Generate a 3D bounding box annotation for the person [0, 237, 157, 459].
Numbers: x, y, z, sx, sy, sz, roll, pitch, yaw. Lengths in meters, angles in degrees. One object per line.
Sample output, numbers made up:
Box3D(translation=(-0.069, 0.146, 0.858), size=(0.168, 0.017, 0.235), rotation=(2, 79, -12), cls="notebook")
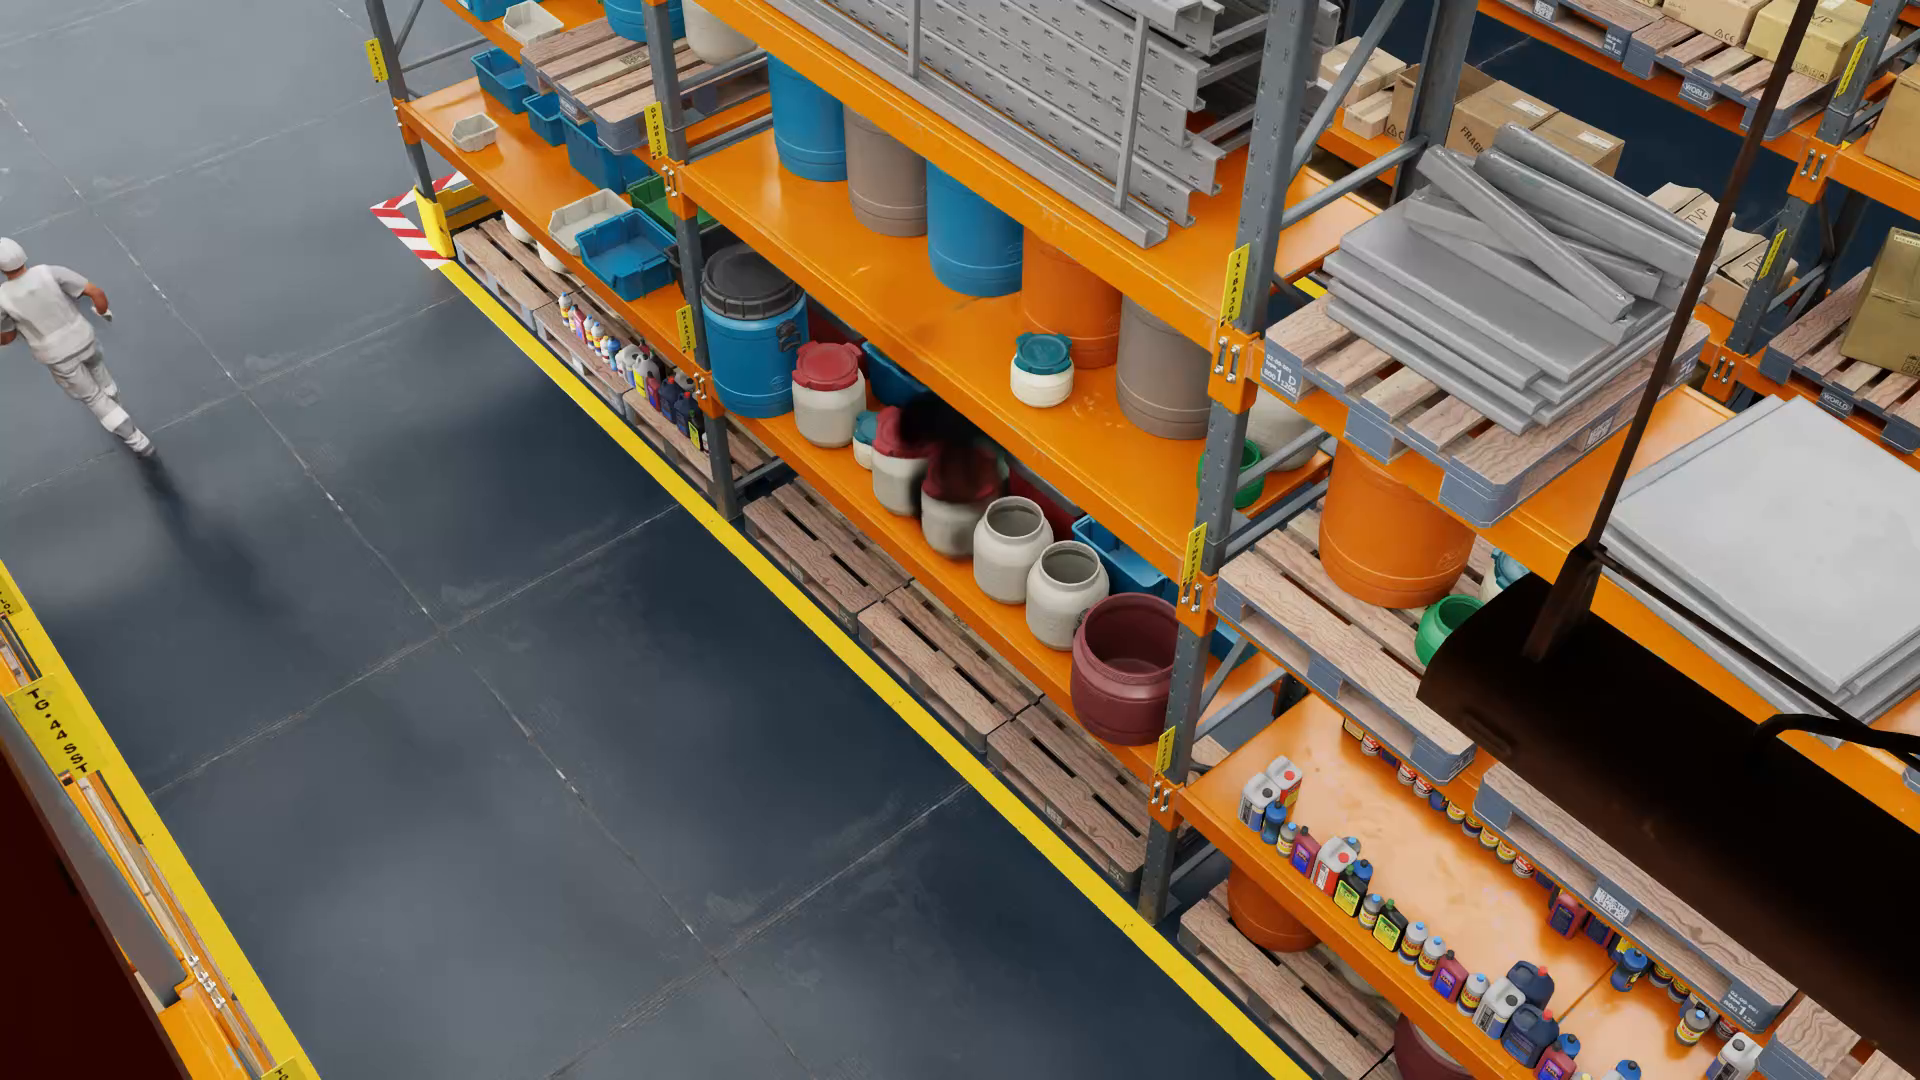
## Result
Box3D(translation=(-5.873, -1.237, 10.935), size=(0.963, 1.802, 0.700), rotation=(33, 55, 27), cls="person")
